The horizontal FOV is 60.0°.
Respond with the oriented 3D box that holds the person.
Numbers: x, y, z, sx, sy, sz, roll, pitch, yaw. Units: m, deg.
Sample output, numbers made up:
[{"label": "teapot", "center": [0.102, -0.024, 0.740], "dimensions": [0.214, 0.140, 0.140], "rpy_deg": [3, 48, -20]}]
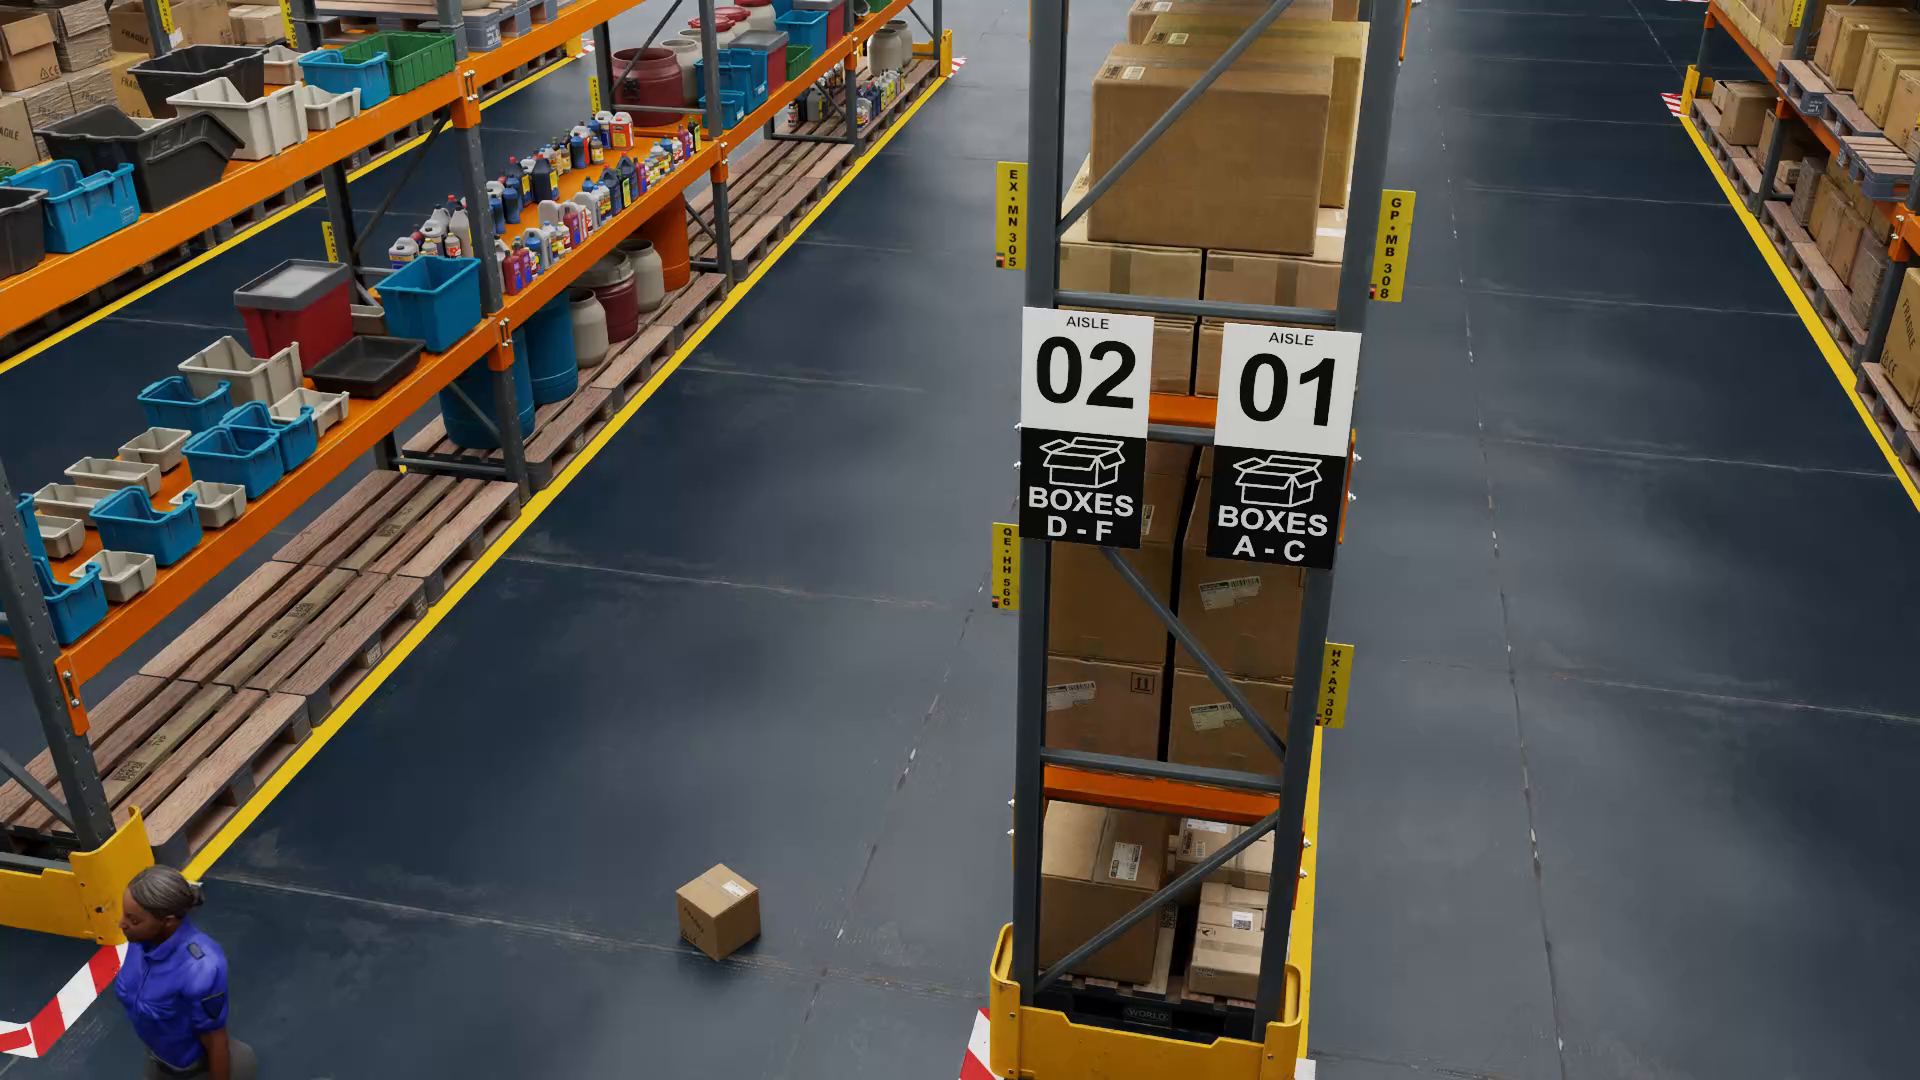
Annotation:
[{"label": "person", "center": [-2.504, 1.746, 5.418], "dimensions": [0.452, 1.651, 0.445], "rpy_deg": [20, 35, 32]}]
